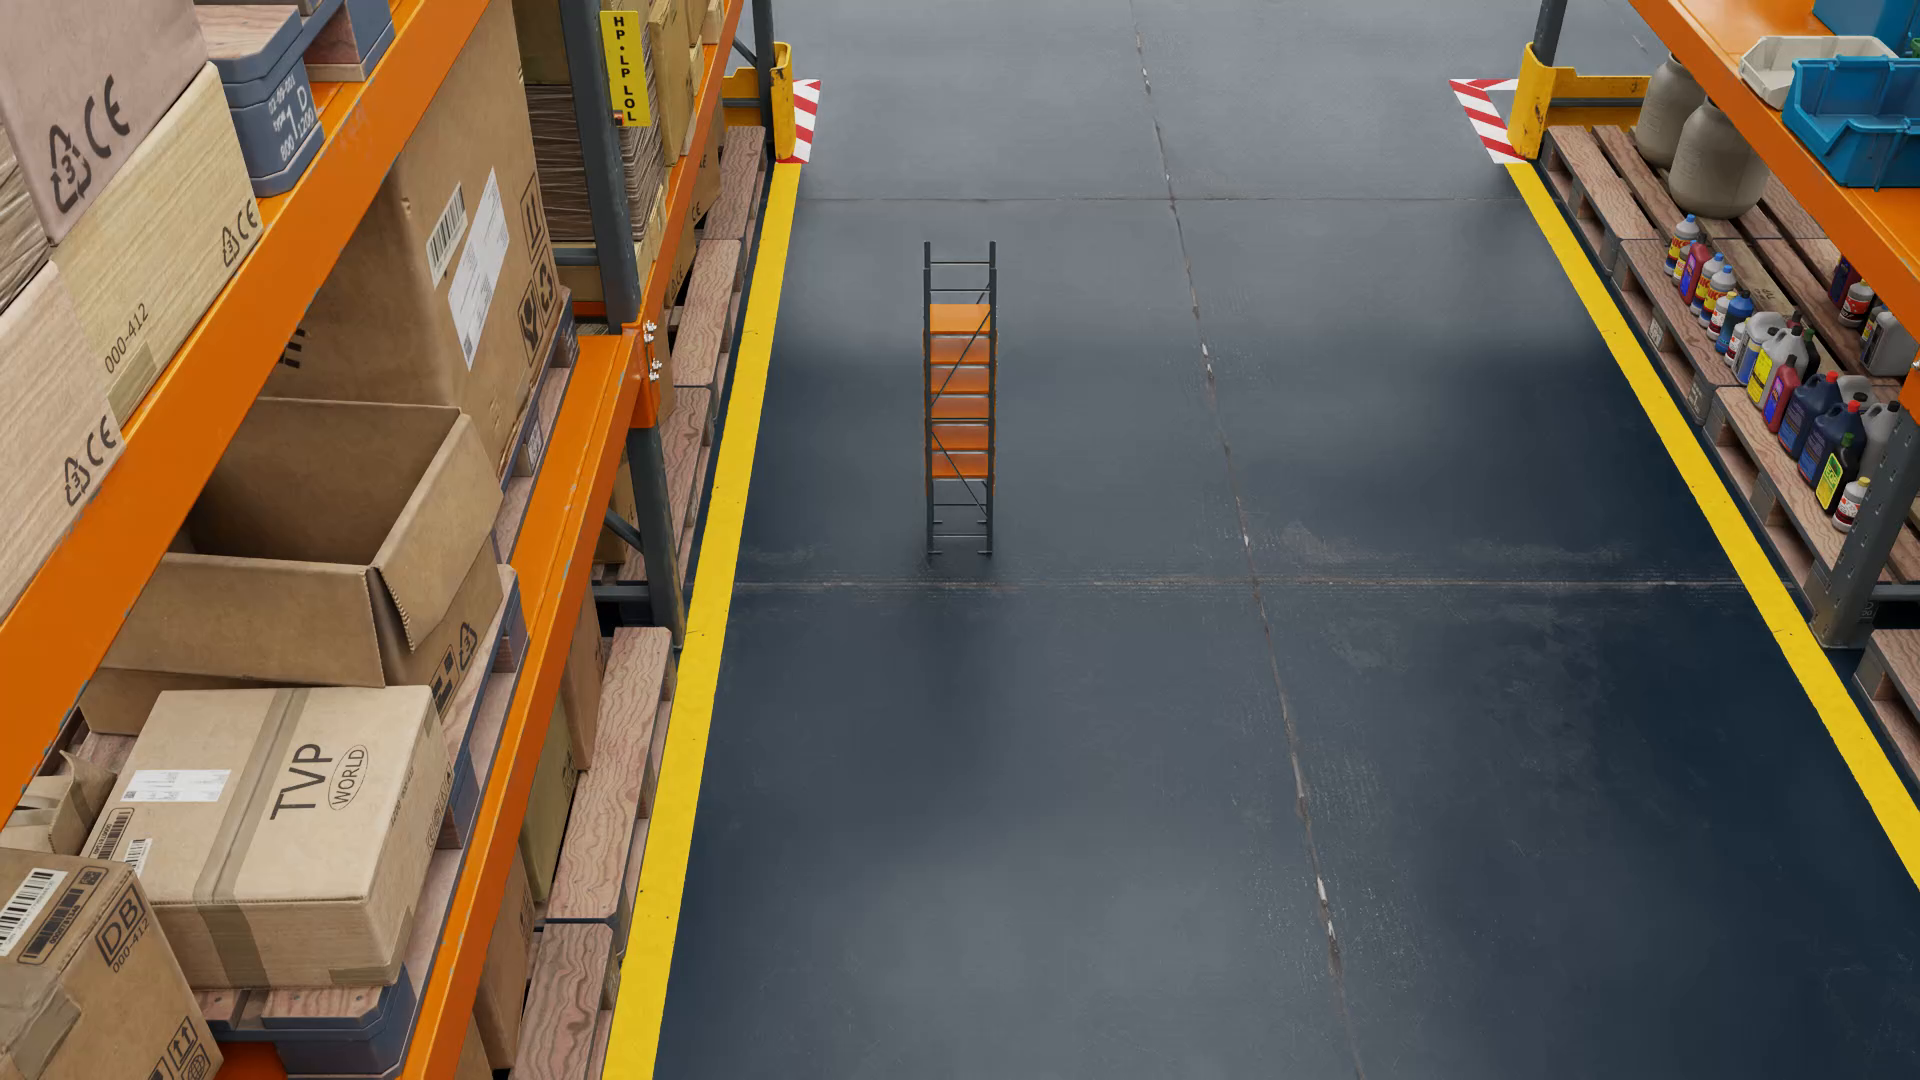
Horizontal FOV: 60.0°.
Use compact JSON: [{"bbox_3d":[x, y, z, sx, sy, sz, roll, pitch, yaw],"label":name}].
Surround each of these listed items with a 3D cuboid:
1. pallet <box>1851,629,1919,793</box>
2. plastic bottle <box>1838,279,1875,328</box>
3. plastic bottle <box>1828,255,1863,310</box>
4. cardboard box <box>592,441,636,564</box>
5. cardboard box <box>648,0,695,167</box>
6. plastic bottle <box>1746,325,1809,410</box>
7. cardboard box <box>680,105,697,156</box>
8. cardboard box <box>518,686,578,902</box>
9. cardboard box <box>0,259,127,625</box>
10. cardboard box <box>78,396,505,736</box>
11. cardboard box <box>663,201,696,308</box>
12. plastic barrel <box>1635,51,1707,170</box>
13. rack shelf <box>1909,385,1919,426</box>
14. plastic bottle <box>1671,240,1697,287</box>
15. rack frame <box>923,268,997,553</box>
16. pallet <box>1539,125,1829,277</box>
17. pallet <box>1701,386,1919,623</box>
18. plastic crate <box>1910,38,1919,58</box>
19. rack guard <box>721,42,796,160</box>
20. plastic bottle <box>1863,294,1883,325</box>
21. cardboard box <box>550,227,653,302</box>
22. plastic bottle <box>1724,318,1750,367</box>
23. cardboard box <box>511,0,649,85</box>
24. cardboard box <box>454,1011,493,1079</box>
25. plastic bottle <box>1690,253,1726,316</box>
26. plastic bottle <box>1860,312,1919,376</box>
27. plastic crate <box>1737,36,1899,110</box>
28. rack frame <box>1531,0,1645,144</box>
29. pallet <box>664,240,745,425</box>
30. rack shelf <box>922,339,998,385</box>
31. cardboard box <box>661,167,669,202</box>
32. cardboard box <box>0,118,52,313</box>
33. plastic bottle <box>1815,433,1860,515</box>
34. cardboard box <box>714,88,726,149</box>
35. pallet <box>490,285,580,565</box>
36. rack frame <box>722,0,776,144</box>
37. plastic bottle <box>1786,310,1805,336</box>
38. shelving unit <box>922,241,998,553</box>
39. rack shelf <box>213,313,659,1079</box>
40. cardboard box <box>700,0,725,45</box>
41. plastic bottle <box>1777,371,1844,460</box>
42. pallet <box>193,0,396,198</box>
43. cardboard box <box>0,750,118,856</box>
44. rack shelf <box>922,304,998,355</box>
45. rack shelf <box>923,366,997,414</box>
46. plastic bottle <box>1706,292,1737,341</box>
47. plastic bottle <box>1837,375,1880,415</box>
[{"bbox_3d":[3.530,0.752,5.142,1.003,0.211,1.213,0,39,0],"label":"pallet"},{"bbox_3d":[3.775,-1.004,6.989,0.097,0.201,0.097,0,39,0],"label":"plastic bottle"},{"bbox_3d":[3.793,-1.134,7.086,0.061,0.283,0.133,0,39,0],"label":"plastic bottle"},{"bbox_3d":[-1.423,-0.262,5.841,0.500,0.500,0.500,-1,39,-1],"label":"cardboard box"},{"bbox_3d":[-1.367,-1.572,5.496,0.875,0.500,0.500,0,39,0],"label":"cardboard box"},{"bbox_3d":[3.201,-0.689,6.478,0.144,0.351,0.185,0,39,0],"label":"plastic bottle"},{"bbox_3d":[-1.146,-1.485,5.906,0.380,0.149,0.250,0,39,0],"label":"cardboard box"},{"bbox_3d":[-1.502,0.663,4.671,0.700,0.500,0.500,0,39,0],"label":"cardboard box"},{"bbox_3d":[-1.204,-0.049,1.634,0.500,0.250,0.500,1,39,1],"label":"cardboard box"},{"bbox_3d":[-1.368,0.057,3.362,0.797,0.503,0.637,4,39,5],"label":"cardboard box"},{"bbox_3d":[-1.466,-1.357,7.208,0.500,0.500,0.500,3,39,4],"label":"cardboard box"},{"bbox_3d":[3.563,-2.110,8.138,0.421,0.512,0.421,0,39,0],"label":"plastic barrel"},{"bbox_3d":[3.493,0.705,3.547,1.077,0.370,4.000,0,39,0],"label":"rack shelf"},{"bbox_3d":[3.176,-1.209,7.246,0.097,0.201,0.097,0,39,0],"label":"plastic bottle"},{"bbox_3d":[0.000,-0.420,5.815,0.240,1.200,0.006,0,39,0],"label":"rack frame"},{"bbox_3d":[3.528,-1.684,8.183,1.003,0.211,1.213,0,39,0],"label":"pallet"},{"bbox_3d":[3.531,-0.159,6.279,1.003,0.211,1.213,0,39,0],"label":"pallet"},{"bbox_3d":[3.771,-1.593,6.009,0.450,0.188,0.662,0,39,0],"label":"plastic crate"},{"bbox_3d":[-1.467,-2.302,8.722,1.175,0.500,0.348,0,39,0],"label":"rack guard"},{"bbox_3d":[3.899,-1.044,6.981,0.152,0.276,0.135,-1,39,-1],"label":"plastic bottle"},{"bbox_3d":[-1.162,-0.860,5.125,0.380,0.149,0.250,0,39,0],"label":"cardboard box"},{"bbox_3d":[3.177,-0.806,6.744,0.097,0.201,0.097,0,39,0],"label":"plastic bottle"},{"bbox_3d":[-1.209,-1.650,4.793,0.500,0.500,0.500,0,39,0],"label":"cardboard box"},{"bbox_3d":[-1.500,1.362,3.799,0.700,0.500,0.500,3,39,4],"label":"cardboard box"},{"bbox_3d":[3.177,-1.087,7.037,0.097,0.271,0.097,0,39,0],"label":"plastic bottle"},{"bbox_3d":[3.756,-0.809,6.687,0.152,0.276,0.135,0,39,0],"label":"plastic bottle"},{"bbox_3d":[3.235,-1.739,6.232,0.530,0.136,0.437,0,39,0],"label":"plastic crate"},{"bbox_3d":[3.486,-3.328,8.004,1.000,3.000,0.127,0,39,0],"label":"rack frame"},{"bbox_3d":[-1.503,-0.920,7.229,1.003,0.211,1.213,0,39,0],"label":"pallet"},{"bbox_3d":[0.000,-0.630,5.764,0.258,0.103,0.180,0,39,0],"label":"rack shelf"},{"bbox_3d":[-1.177,-1.172,5.515,0.380,0.149,0.250,0,39,0],"label":"cardboard box"},{"bbox_3d":[-1.198,-0.338,1.394,0.500,0.500,0.500,0,39,0],"label":"cardboard box"},{"bbox_3d":[3.160,-0.239,5.970,0.061,0.283,0.133,2,39,2],"label":"plastic bottle"},{"bbox_3d":[-1.483,-2.123,8.163,0.500,0.500,0.500,7,39,8],"label":"cardboard box"},{"bbox_3d":[-1.607,-0.270,4.342,1.003,0.211,1.213,0,39,0],"label":"pallet"},{"bbox_3d":[-1.467,-3.325,8.000,1.000,3.000,0.127,0,39,0],"label":"rack frame"},{"bbox_3d":[3.311,-0.765,6.626,0.061,0.283,0.133,0,39,0],"label":"plastic bottle"},{"bbox_3d":[0.000,-0.477,5.886,0.258,1.200,0.189,0,39,0],"label":"shelving unit"},{"bbox_3d":[-1.460,0.708,3.543,1.077,0.370,4.000,0,39,0],"label":"rack shelf"},{"bbox_3d":[-1.154,-2.111,6.686,0.380,0.149,0.250,0,39,0],"label":"cardboard box"},{"bbox_3d":[3.201,-0.487,6.226,0.144,0.351,0.185,-2,39,-2],"label":"plastic bottle"},{"bbox_3d":[-1.564,-0.886,2.708,1.213,0.211,1.003,0,39,0],"label":"pallet"},{"bbox_3d":[-1.730,0.524,2.969,0.396,0.266,0.258,-1,39,-1],"label":"cardboard box"},{"bbox_3d":[0.000,-0.724,5.689,0.258,0.103,0.180,0,39,0],"label":"rack shelf"},{"bbox_3d":[0.000,-0.536,5.839,0.258,0.103,0.180,0,39,0],"label":"rack shelf"},{"bbox_3d":[3.177,-0.935,6.904,0.097,0.201,0.097,0,39,0],"label":"plastic bottle"},{"bbox_3d":[3.349,-0.474,6.269,0.152,0.276,0.135,0,39,0],"label":"plastic bottle"}]
